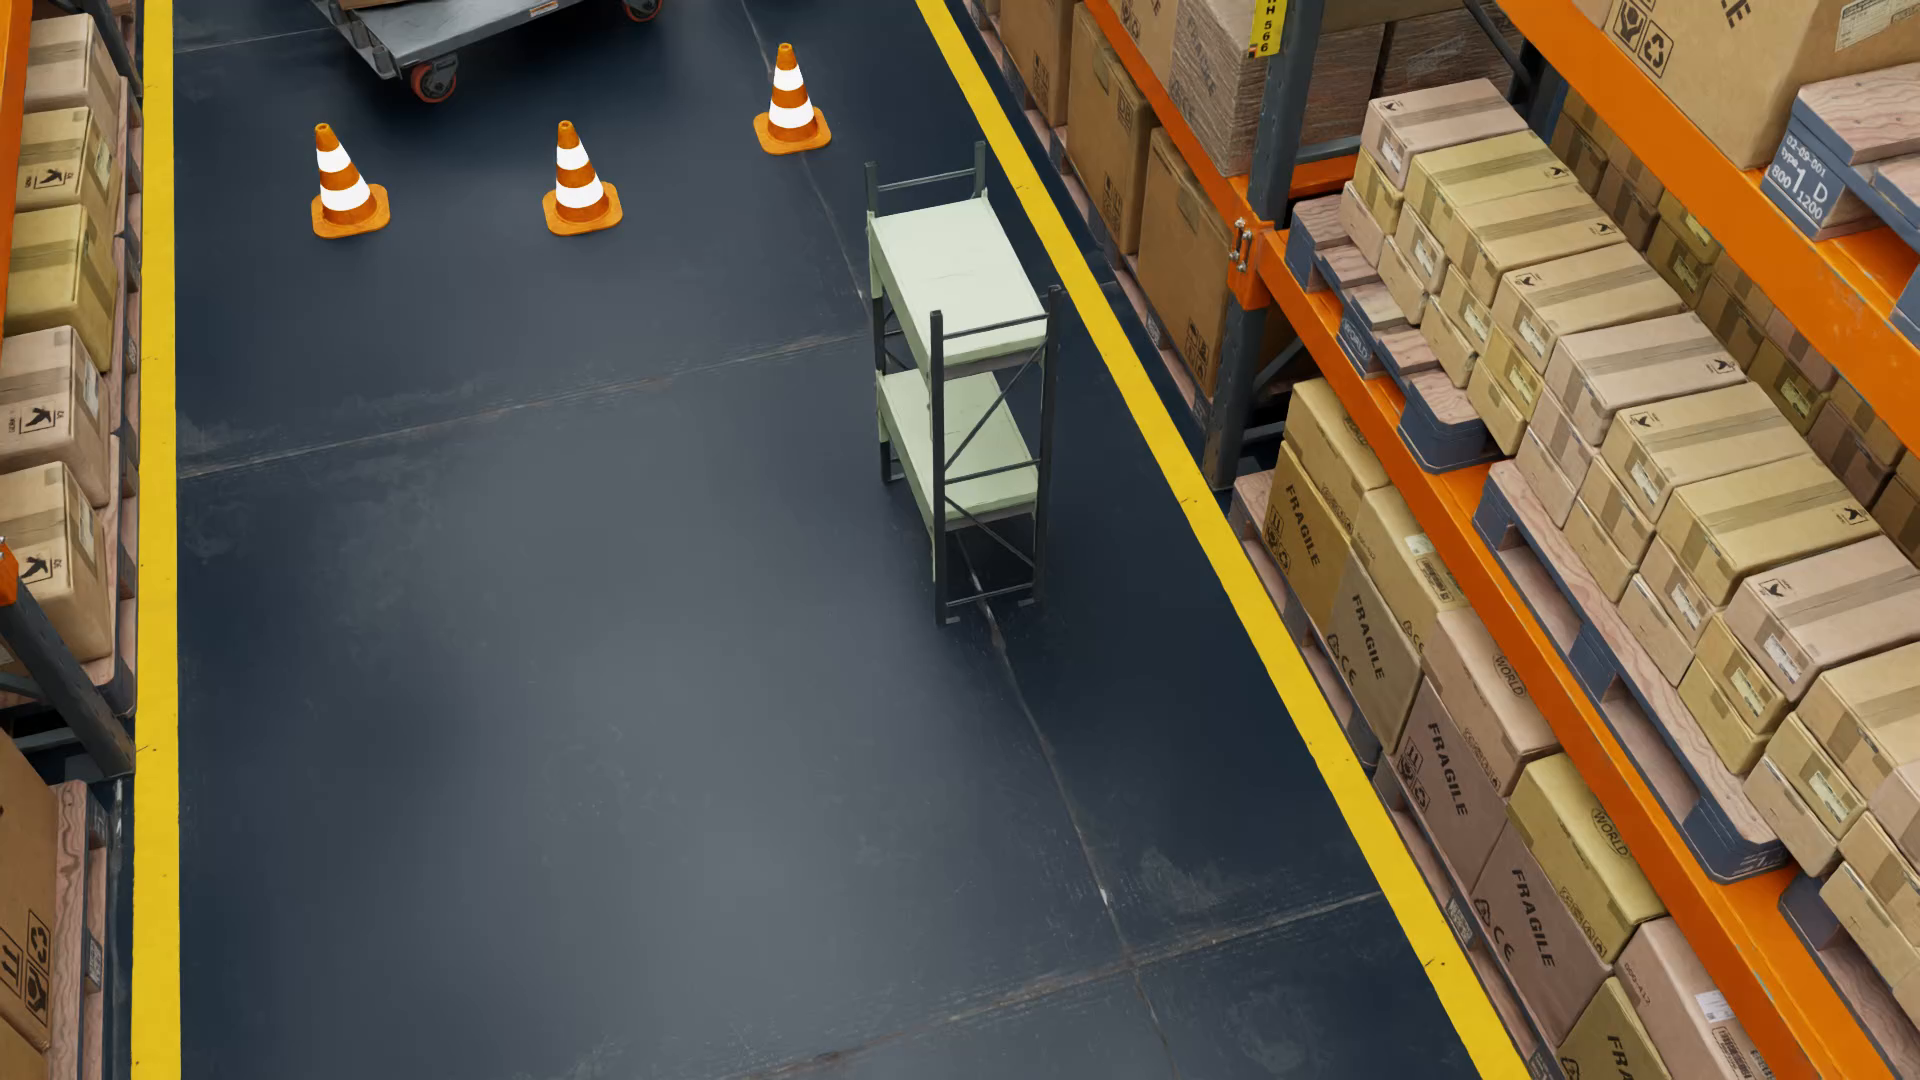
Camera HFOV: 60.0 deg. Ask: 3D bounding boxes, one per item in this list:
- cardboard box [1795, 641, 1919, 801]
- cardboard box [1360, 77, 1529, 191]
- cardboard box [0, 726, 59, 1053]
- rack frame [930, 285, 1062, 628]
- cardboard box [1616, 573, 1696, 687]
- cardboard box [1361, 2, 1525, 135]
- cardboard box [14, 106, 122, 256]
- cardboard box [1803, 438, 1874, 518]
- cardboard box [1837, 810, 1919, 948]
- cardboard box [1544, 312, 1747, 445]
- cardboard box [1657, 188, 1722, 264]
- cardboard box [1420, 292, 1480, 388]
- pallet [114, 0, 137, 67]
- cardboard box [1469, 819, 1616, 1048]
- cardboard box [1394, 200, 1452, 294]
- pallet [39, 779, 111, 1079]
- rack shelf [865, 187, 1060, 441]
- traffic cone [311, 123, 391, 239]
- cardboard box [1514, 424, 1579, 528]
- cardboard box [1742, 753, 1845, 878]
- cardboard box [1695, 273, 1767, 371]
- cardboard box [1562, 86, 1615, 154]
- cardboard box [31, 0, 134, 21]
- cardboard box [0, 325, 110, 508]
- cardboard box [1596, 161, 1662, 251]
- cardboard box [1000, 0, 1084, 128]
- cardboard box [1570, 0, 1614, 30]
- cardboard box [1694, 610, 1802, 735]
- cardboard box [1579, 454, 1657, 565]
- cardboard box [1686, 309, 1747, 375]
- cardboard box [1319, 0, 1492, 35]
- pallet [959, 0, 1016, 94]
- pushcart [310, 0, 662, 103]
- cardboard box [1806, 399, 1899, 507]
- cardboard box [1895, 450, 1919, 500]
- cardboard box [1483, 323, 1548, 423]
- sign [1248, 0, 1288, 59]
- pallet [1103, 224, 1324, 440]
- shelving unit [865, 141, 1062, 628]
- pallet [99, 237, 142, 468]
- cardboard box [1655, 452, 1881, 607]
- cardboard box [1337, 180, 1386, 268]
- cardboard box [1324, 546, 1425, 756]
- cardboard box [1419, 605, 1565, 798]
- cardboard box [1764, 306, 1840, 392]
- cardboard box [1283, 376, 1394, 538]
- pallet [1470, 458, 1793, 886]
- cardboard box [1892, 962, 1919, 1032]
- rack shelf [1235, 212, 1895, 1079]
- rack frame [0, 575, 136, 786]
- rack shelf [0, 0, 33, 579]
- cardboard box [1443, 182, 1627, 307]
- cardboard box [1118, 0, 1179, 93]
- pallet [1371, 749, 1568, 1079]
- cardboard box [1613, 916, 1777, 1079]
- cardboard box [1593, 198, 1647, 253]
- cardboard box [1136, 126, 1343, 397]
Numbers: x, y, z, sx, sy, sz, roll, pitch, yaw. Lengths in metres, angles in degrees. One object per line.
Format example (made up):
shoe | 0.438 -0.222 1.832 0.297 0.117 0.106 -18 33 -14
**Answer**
cardboard box | 2.009 0.364 3.482 0.380 0.149 0.250 -15 51 -12
cardboard box | 1.386 -1.166 4.772 0.380 0.149 0.250 -13 51 -11
cardboard box | -3.140 0.961 4.593 0.875 0.875 0.875 -14 51 -11
rack frame | 0.106 -0.221 5.455 0.400 1.500 0.023 -13 51 -11
cardboard box | 1.843 0.171 4.033 0.380 0.149 0.250 -15 51 -12
cardboard box | 1.559 -1.726 5.678 0.500 0.500 0.500 -13 51 -11
cardboard box | -4.075 -1.415 6.925 0.950 0.372 0.625 -10 51 -9
cardboard box | 2.393 -0.165 4.317 0.380 0.149 0.250 -12 51 -10
cardboard box | 2.075 0.648 3.437 0.380 0.149 0.250 -15 51 -12
cardboard box | 1.695 -0.403 4.128 0.380 0.149 0.250 -11 51 -9
cardboard box | 2.166 -0.921 4.565 0.380 0.149 0.250 -12 51 -10
cardboard box | 1.533 -0.594 4.678 0.380 0.149 0.250 -11 51 -9
pallet | -4.680 -2.617 8.318 1.003 0.211 1.213 -13 51 -11
cardboard box | 1.858 1.053 4.761 0.500 0.500 0.500 -14 51 -12
cardboard box | 1.467 -0.859 4.707 0.380 0.149 0.250 -11 51 -9
pallet | -3.104 1.380 4.949 1.003 0.211 1.213 -13 51 -11
rack shelf | -0.002 -0.740 5.382 0.431 0.370 0.720 -13 51 -11
traffic cone | -2.744 -1.627 7.319 0.336 0.463 0.334 -13 51 -11
cardboard box | 1.695 -0.203 4.349 0.380 0.149 0.250 -12 51 -10
cardboard box | 1.999 0.560 3.706 0.380 0.149 0.250 -15 52 -13
cardboard box | 2.249 -0.628 4.513 0.380 0.149 0.250 -13 51 -11
cardboard box | 2.017 -1.297 4.882 0.380 0.149 0.250 -15 52 -12
cardboard box | -4.365 -2.774 8.151 0.500 0.250 0.500 -15 52 -13
cardboard box | -3.649 -0.352 6.029 0.950 0.372 0.625 -14 51 -12
cardboard box | 2.095 -1.003 4.828 0.380 0.149 0.250 -12 51 -10
cardboard box | 0.802 -2.498 7.591 1.050 0.750 0.750 -13 51 -11
cardboard box | 1.503 -1.463 3.494 0.500 0.500 0.500 -13 51 -11
cardboard box | 1.917 0.258 3.765 0.380 0.149 0.250 -13 51 -11
cardboard box | 1.767 -0.116 4.081 0.380 0.149 0.250 -14 51 -11
cardboard box | 2.237 -0.550 4.642 0.380 0.149 0.250 -14 51 -11
cardboard box | 1.310 -1.989 5.246 0.700 0.500 0.500 -14 51 -11
pallet | 0.551 -2.781 8.456 1.003 0.211 1.213 -13 51 -11
pushcart | -2.285 -2.740 8.313 1.648 0.377 0.936 -30 56 -23
cardboard box | 2.398 -0.256 4.199 0.380 0.149 0.250 -12 51 -10
cardboard box | 2.473 -0.161 3.925 0.380 0.149 0.250 -12 51 -10
cardboard box | 1.624 -0.481 4.388 0.380 0.149 0.250 -13 51 -11
sign | 0.904 -1.550 4.838 0.100 0.325 0.005 -13 51 -11
pallet | 1.272 -0.999 6.954 1.003 0.211 1.213 -13 51 -11
shelving unit | -0.002 -0.488 5.681 0.431 1.500 0.755 -13 51 -11
pallet | -3.852 -0.674 6.680 1.003 0.211 1.213 -13 51 -11
cardboard box | 1.846 -0.027 3.811 0.380 0.149 0.250 -14 51 -11
cardboard box | 1.373 -0.987 5.010 0.380 0.149 0.250 -14 51 -11
cardboard box | 1.551 0.306 5.390 0.500 0.500 0.500 -13 51 -11
cardboard box | 1.690 0.417 4.806 0.500 0.250 0.500 -13 51 -11
cardboard box | 2.314 -0.550 4.252 0.380 0.149 0.250 -13 51 -11
cardboard box | 1.406 -0.318 5.426 0.500 0.250 0.500 -15 52 -13
pallet | 2.058 0.194 4.250 1.003 0.211 1.213 -13 51 -11
cardboard box | 2.161 0.945 3.381 0.380 0.149 0.250 -13 51 -11
rack shelf | 2.025 0.388 4.432 1.077 0.370 4.000 -13 51 -11
rack frame | -3.265 -0.112 4.382 1.000 3.000 0.127 -13 51 -11
rack shelf | -3.857 -1.341 5.889 1.077 0.370 4.000 -13 51 -11
cardboard box | 1.536 -0.794 4.458 0.380 0.149 0.250 -14 51 -11
cardboard box | 0.898 -1.970 5.883 0.500 0.500 0.500 -13 51 -11
pallet | 2.020 1.054 5.223 1.003 0.211 1.213 -13 51 -11
cardboard box | 2.015 1.180 4.163 0.500 0.250 0.500 -11 51 -9
cardboard box | 2.090 -0.921 4.954 0.380 0.149 0.250 -13 51 -11
cardboard box | 1.339 -1.180 6.480 1.050 0.750 0.750 -14 51 -11
